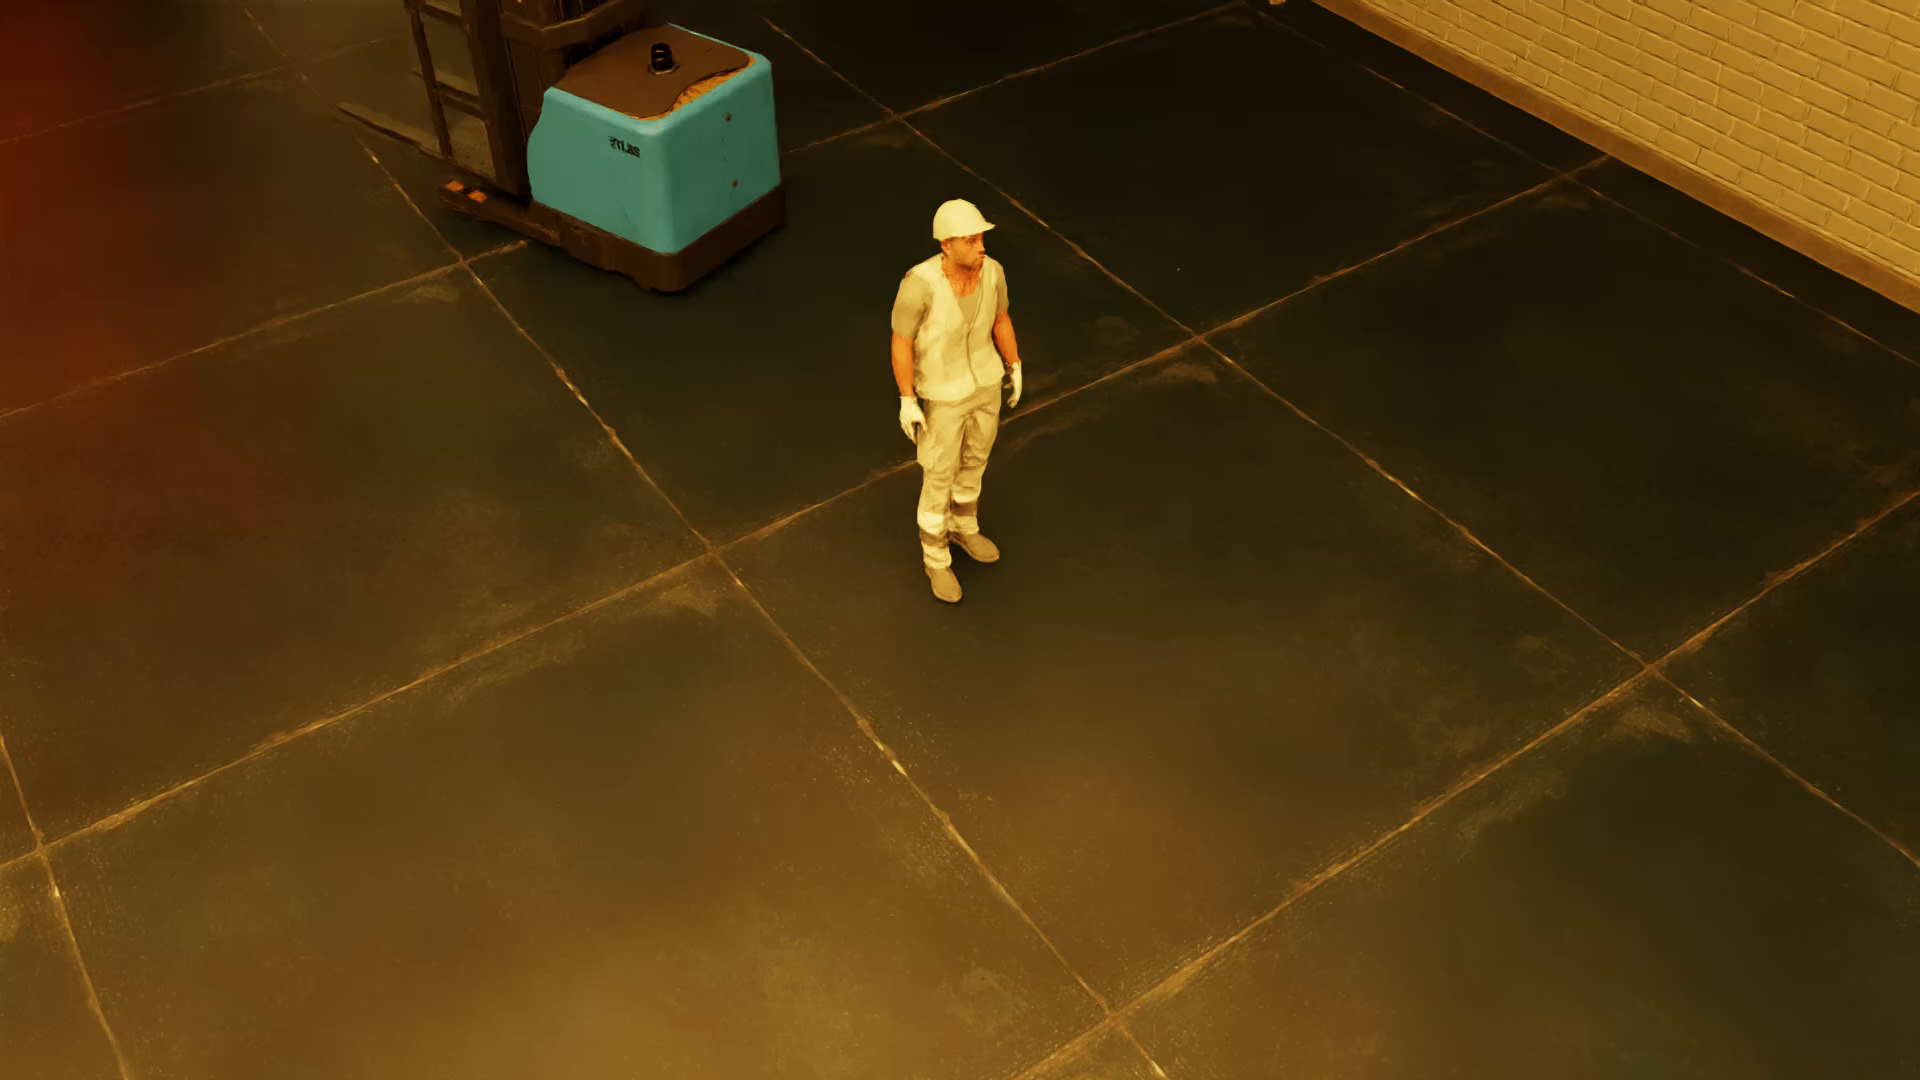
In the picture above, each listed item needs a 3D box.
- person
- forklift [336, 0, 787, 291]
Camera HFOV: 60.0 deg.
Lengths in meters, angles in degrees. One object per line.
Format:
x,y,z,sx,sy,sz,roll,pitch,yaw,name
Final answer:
0.037,-0.614,7.214,0.637,1.787,0.563,-25,48,-25,person
-2.525,-3.263,9.256,3.031,2.935,1.130,25,48,25,forklift
